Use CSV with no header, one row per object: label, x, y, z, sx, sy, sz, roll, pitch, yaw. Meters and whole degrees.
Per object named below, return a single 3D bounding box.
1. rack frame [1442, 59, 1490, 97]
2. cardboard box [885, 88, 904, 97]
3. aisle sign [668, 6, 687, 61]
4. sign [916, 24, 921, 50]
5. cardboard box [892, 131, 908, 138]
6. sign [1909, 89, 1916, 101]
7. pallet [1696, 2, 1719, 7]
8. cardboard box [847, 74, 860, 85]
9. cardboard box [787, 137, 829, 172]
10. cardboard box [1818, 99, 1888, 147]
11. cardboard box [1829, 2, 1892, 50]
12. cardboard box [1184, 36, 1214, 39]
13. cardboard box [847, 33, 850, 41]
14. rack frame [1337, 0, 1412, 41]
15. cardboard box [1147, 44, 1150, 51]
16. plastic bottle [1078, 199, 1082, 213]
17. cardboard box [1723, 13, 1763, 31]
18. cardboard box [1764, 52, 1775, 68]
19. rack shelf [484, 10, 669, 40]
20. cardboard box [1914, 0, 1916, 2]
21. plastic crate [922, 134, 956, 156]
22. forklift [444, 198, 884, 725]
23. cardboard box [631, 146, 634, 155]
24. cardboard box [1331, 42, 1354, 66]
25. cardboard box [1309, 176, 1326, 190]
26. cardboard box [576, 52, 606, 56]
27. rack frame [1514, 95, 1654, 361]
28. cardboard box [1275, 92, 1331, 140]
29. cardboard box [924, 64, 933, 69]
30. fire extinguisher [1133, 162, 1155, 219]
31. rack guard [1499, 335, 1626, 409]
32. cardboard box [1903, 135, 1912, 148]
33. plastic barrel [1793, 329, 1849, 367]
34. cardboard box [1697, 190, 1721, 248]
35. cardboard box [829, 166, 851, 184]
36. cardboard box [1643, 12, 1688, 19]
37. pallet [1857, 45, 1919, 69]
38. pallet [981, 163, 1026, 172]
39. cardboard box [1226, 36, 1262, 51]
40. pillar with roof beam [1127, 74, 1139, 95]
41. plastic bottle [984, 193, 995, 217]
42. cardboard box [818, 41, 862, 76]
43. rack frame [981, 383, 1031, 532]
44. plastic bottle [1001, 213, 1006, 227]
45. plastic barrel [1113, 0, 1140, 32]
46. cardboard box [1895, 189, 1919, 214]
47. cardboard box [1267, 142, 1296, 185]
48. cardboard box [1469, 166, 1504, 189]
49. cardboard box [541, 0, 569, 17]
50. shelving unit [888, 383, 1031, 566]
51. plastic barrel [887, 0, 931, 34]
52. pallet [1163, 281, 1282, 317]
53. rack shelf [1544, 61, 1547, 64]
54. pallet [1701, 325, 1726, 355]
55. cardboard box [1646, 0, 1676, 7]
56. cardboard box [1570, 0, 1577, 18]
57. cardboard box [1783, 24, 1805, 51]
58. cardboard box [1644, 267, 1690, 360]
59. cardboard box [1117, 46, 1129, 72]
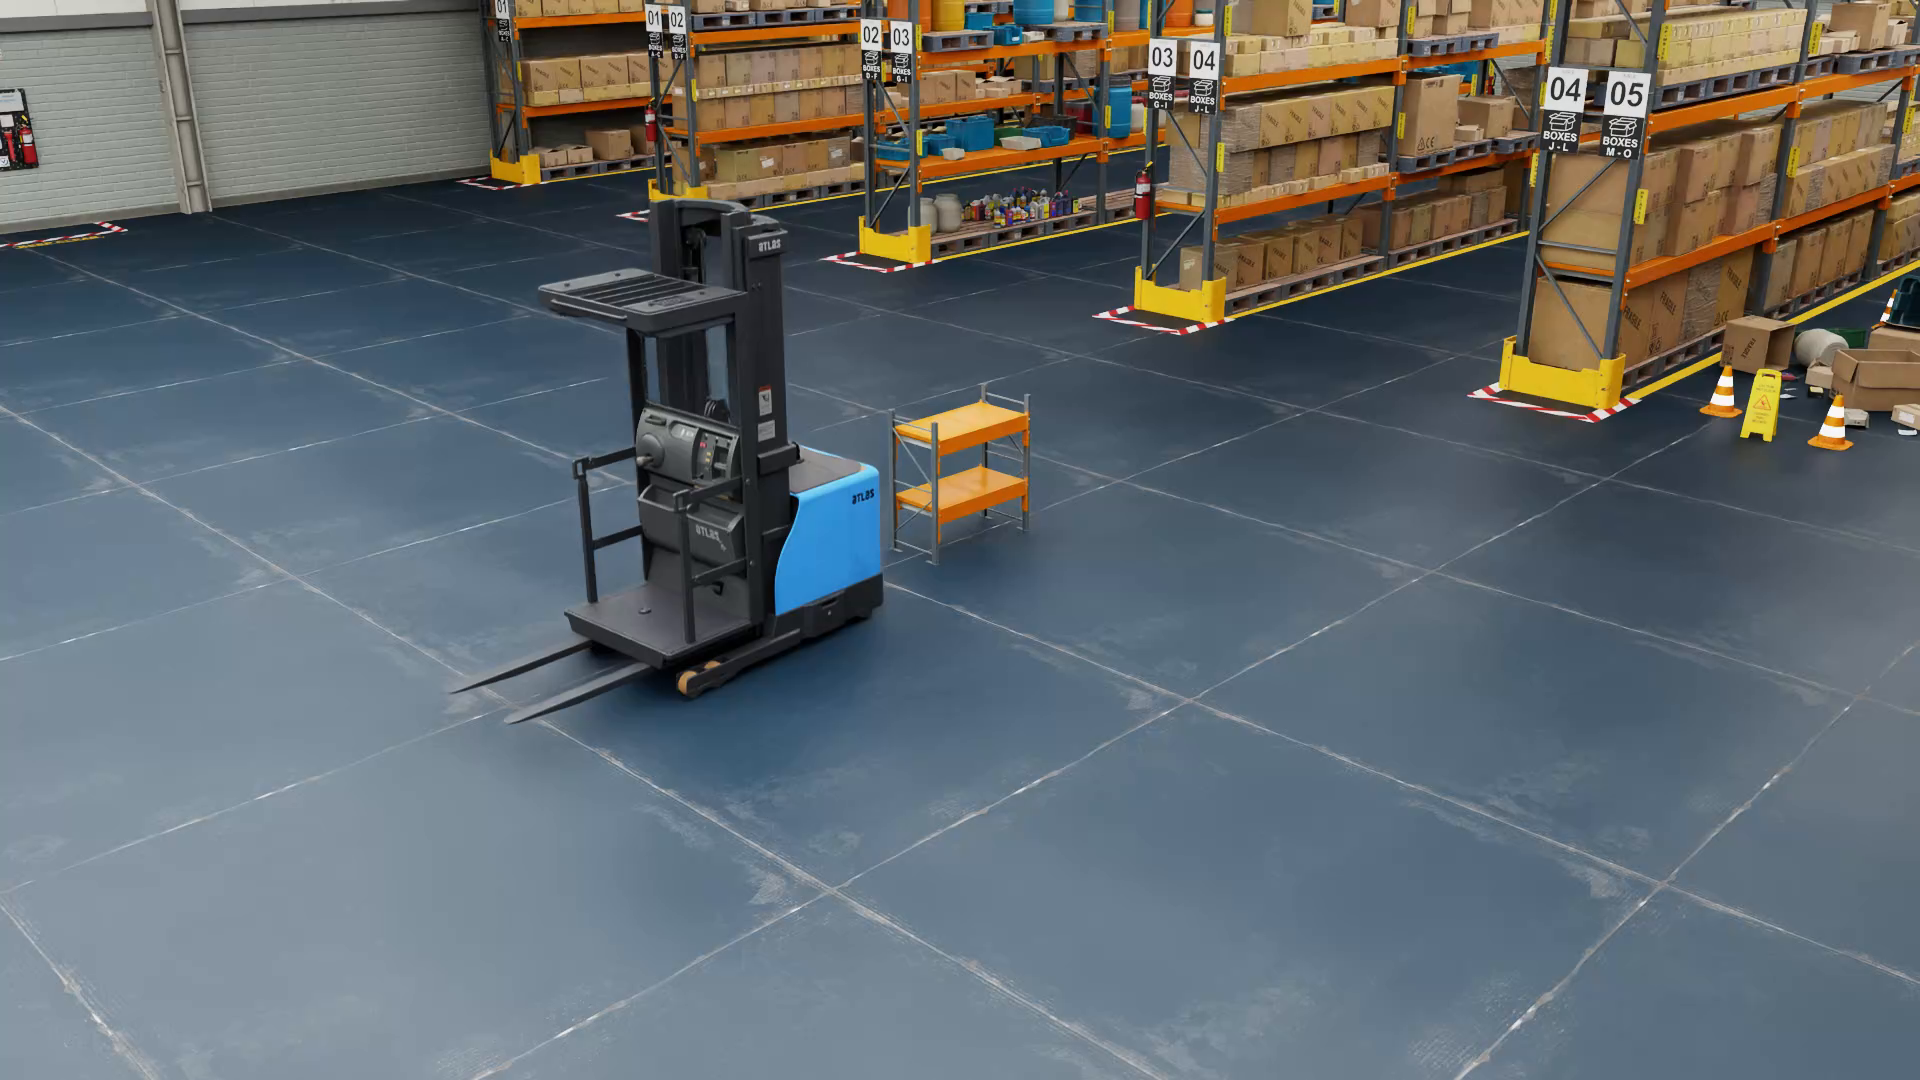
rack frame,10.221,-9.497,33.601,1.000,3.000,0.127,19,28,41
cardboard box,-1.214,-7.862,29.536,0.396,0.266,0.258,18,28,39
aisle sign,-4.313,-7.744,25.419,0.394,0.787,0.004,19,28,41
sign,-0.549,-6.649,22.000,0.100,0.325,0.005,19,28,41
cardboard box,-0.911,-7.266,30.263,0.500,0.311,0.500,19,28,40
sign,14.069,-6.499,24.597,0.100,0.325,0.005,19,28,41
pallet,12.409,-9.107,28.531,1.003,0.211,1.213,19,28,41
cardboard box,-1.906,-7.816,28.184,0.380,0.149,0.250,19,28,40
cardboard box,-2.566,-6.486,27.971,0.500,0.500,0.500,19,28,41
cardboard box,11.352,-5.334,21.237,0.700,0.500,0.500,19,28,40
cardboard box,10.661,-6.106,19.734,0.500,0.500,0.500,19,28,41
cardboard box,2.844,-5.847,19.579,0.380,0.149,0.250,18,27,39
cardboard box,-2.327,-10.646,34.965,0.500,0.250,0.500,-19,28,-41
rack frame,5.399,-7.973,21.274,1.000,3.000,0.127,19,28,41
cardboard box,4.052,-10.417,34.463,0.500,0.500,0.500,19,28,41
plastic bottle,1.820,-5.140,25.553,0.097,0.201,0.097,0,21,0
cardboard box,7.974,-5.305,17.028,0.380,0.149,0.250,19,28,40
cardboard box,8.324,-5.060,17.502,0.380,0.149,0.250,19,28,41
rack shelf,-6.643,-9.442,30.280,1.077,0.370,4.000,19,28,41
cardboard box,12.662,-6.980,21.667,0.396,0.266,0.258,19,28,41
plastic crate,-0.348,-5.683,23.888,0.499,0.251,0.408,19,28,41
forklift,-1.885,-0.579,10.495,1.130,2.935,3.031,17,27,38
cardboard box,-6.378,-7.360,31.403,0.380,0.149,0.250,17,27,36
cardboard box,4.544,-6.056,20.678,0.500,0.250,0.500,19,28,40
cardboard box,4.403,-4.544,21.067,0.380,0.149,0.250,19,28,41
cardboard box,-6.795,-8.717,30.710,0.500,0.500,0.500,-20,29,-41
rack frame,6.092,-2.877,16.378,1.000,3.000,0.127,19,28,41
cardboard box,4.234,-5.255,20.619,0.500,0.500,0.500,19,28,41
cardboard box,-0.811,-10.301,36.017,0.250,0.149,0.380,-19,28,-40
fire extinguisher,2.198,-4.194,19.913,0.296,0.674,0.183,19,28,41
rack guard,6.075,-1.704,16.811,1.175,0.500,0.348,19,28,41
cardboard box,12.341,-5.295,22.020,0.250,0.149,0.380,-18,28,-40
plastic barrel,9.190,-2.027,17.758,0.421,0.421,0.512,-2,21,-5
cardboard box,7.507,-3.459,17.685,0.875,0.550,0.500,19,28,41
cardboard box,-2.219,-6.265,28.441,0.500,0.250,0.500,19,28,41
cardboard box,7.323,-5.403,17.284,0.380,0.149,0.250,19,28,40
pallet,11.261,-6.066,20.759,1.003,0.211,1.213,-19,28,-40
pallet,0.492,-7.177,31.454,1.003,0.211,1.213,19,28,41
cardboard box,3.304,-5.811,19.486,0.380,0.149,0.250,19,28,40
pillar with roof beam,7.472,-14.610,38.542,9.100,9.000,0.400,19,28,41
plastic bottle,0.432,-5.072,25.168,0.185,0.351,0.144,-19,28,-40
cardboard box,-2.001,-8.189,28.252,0.700,0.500,0.500,19,28,41
rack frame,0.359,-0.657,13.217,0.500,1.125,0.032,19,28,41
plastic bottle,0.620,-4.698,24.403,0.097,0.201,0.097,0,21,0
plastic barrel,2.506,-8.399,25.867,0.600,0.901,0.600,0,21,0
cardboard box,13.035,-4.683,22.932,0.500,0.250,0.500,20,28,41
cardboard box,3.654,-4.740,20.673,0.875,0.500,0.500,19,28,41
cardboard box,7.743,-5.409,24.793,0.500,0.250,0.500,-19,28,-40
cardboard box,-7.226,-9.472,29.189,0.500,0.500,0.500,-18,27,-39
shelving unit,0.005,-0.527,12.877,0.538,1.125,1.048,19,28,41
plastic barrel,-0.692,-7.337,22.618,0.600,0.830,0.708,19,28,41
pallet,3.254,-3.062,20.747,1.003,0.211,1.213,19,28,41
rack shelf,9.585,-7.779,25.954,1.077,0.370,4.000,19,28,41
pallet,8.296,-2.427,19.096,1.003,0.211,1.213,19,28,41
cardboard box,11.483,-9.134,27.614,0.700,0.500,0.500,17,27,38
cardboard box,9.102,-8.262,25.484,0.500,0.500,0.500,-18,28,-39
cardboard box,8.723,-5.426,17.899,0.500,0.250,0.500,19,28,40
cardboard box,7.130,-2.499,17.770,0.875,0.875,0.875,19,28,40
cardboard box,2.960,-9.693,33.388,0.500,0.500,0.700,-15,26,-34
